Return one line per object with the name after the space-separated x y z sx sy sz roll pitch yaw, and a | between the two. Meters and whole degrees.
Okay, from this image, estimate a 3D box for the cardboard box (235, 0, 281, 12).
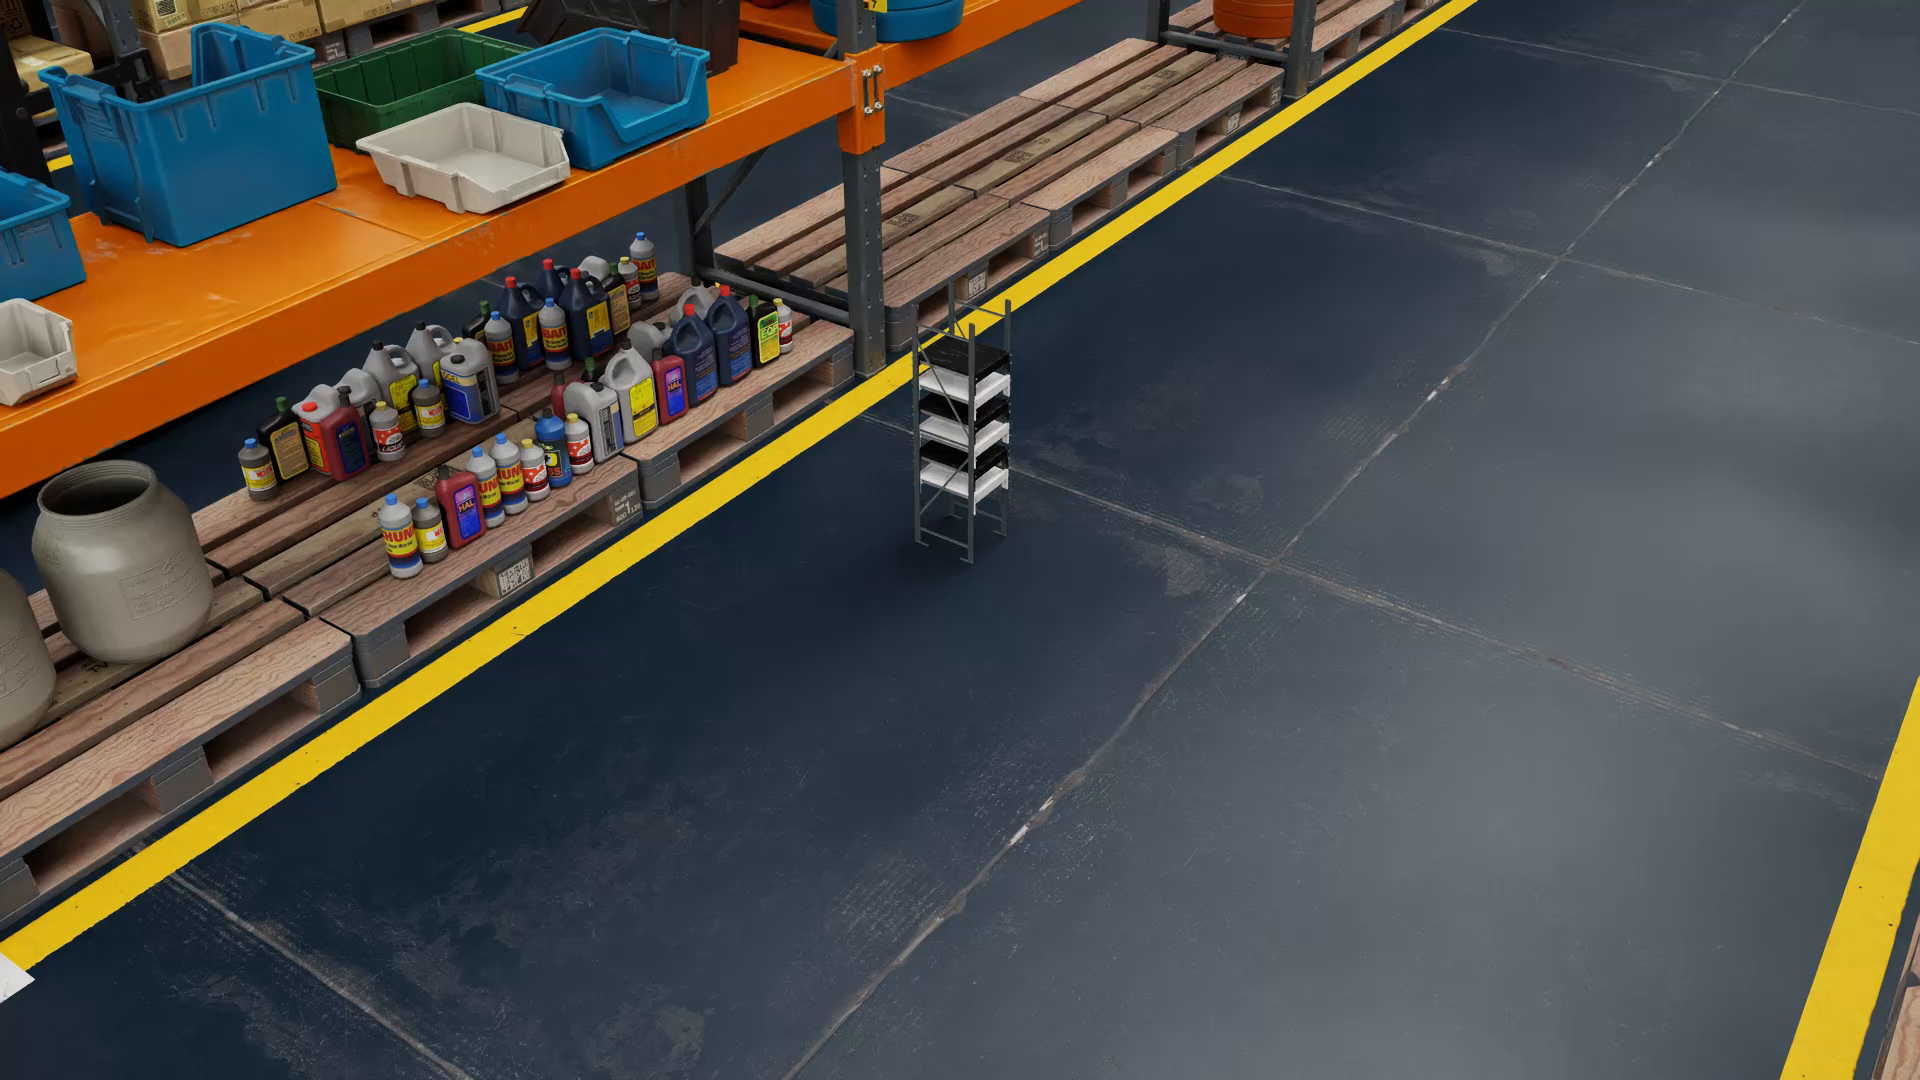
-4.083 -3.265 9.480 0.500 0.311 0.500 21 39 28 | cardboard box

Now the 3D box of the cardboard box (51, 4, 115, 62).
-4.814 -2.977 9.555 0.500 0.250 0.500 21 39 28 | cardboard box

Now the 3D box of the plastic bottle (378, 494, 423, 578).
-1.736 -0.021 5.146 0.097 0.271 0.097 0 34 0 | plastic bottle

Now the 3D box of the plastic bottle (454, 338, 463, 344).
-1.835 -0.650 6.138 0.097 0.201 0.097 0 34 0 | plastic bottle

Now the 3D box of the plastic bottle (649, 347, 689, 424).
-1.044 -0.567 5.943 0.061 0.283 0.133 24 41 31 | plastic bottle

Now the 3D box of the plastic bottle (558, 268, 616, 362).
-1.428 -0.875 6.338 0.144 0.351 0.185 21 39 28 | plastic bottle

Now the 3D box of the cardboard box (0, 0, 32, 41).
-5.334 -2.891 8.758 0.500 0.500 0.500 21 39 28 | cardboard box

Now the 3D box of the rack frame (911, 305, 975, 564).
-0.053 -0.330 5.434 0.240 0.900 0.006 21 39 28 | rack frame

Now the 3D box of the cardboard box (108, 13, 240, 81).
-4.379 -2.800 9.293 0.500 0.250 0.500 20 39 27 | cardboard box

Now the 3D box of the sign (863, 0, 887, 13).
-0.300 -2.009 5.796 0.100 0.325 0.005 21 39 28 | sign

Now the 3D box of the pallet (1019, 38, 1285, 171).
1.062 -2.417 9.135 1.003 0.211 1.213 21 39 28 | pallet

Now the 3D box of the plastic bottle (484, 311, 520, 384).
-1.707 -0.722 6.182 0.097 0.271 0.097 0 34 0 | plastic bottle

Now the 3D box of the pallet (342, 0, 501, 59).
-3.730 -3.419 10.617 1.003 0.211 1.213 21 39 28 | pallet

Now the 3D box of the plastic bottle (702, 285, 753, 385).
-0.876 -0.772 6.185 0.144 0.351 0.185 20 39 27 | plastic bottle

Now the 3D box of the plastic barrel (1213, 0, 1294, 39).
1.800 -3.421 9.694 0.600 0.830 0.708 21 39 28 | plastic barrel

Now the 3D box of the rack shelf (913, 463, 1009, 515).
0.005 -0.200 5.623 0.258 0.077 0.200 21 39 28 | rack shelf

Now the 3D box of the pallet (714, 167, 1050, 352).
-0.330 -1.294 7.475 1.003 0.211 1.213 21 39 28 | pallet

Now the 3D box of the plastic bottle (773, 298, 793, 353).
-0.696 -0.832 6.407 0.097 0.201 0.097 0 34 0 | plastic bottle

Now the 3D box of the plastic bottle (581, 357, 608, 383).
-1.268 -0.528 5.885 0.061 0.283 0.133 21 39 28 | plastic bottle

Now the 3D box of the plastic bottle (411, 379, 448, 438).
-1.879 -0.473 5.877 0.097 0.201 0.097 0 34 0 | plastic bottle

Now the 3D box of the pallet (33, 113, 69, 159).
-5.300 -2.151 8.743 1.003 0.211 1.213 21 39 28 | pallet

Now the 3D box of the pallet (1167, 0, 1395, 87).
1.951 -3.137 10.200 1.003 0.211 1.213 21 39 28 | pallet

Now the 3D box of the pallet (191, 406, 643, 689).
-1.858 -0.060 5.651 1.003 0.211 1.213 21 39 28 | pallet

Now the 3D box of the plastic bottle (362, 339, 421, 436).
-2.003 -0.553 5.862 0.144 0.351 0.185 23 40 30 | plastic bottle

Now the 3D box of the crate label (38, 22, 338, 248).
-2.199 -1.182 4.789 0.502 0.435 0.616 21 39 28 | crate label

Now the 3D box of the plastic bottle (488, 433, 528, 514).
-1.484 -0.225 5.448 0.097 0.271 0.097 0 34 0 | plastic bottle

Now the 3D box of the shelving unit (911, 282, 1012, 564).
0.005 -0.376 5.503 0.258 0.900 0.210 21 39 28 | shelving unit

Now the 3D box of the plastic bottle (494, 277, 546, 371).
-1.654 -0.834 6.278 0.144 0.351 0.185 20 39 26 | plastic bottle

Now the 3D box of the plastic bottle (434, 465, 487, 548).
-1.592 -0.124 5.288 0.061 0.283 0.133 22 40 29 | plastic bottle

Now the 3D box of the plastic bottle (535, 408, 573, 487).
-1.368 -0.318 5.586 0.097 0.271 0.097 0 34 0 | plastic bottle

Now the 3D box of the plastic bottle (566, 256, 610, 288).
-1.449 -0.965 6.538 0.152 0.276 0.135 23 40 30 | plastic bottle

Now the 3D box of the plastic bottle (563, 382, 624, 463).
-1.265 -0.430 5.747 0.152 0.276 0.135 22 40 29 | plastic bottle

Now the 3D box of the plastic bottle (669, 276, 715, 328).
-0.994 -0.818 6.253 0.144 0.351 0.185 21 39 28 | plastic bottle

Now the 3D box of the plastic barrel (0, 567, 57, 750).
-2.714 0.295 4.482 0.421 0.512 0.421 0 34 0 | plastic barrel

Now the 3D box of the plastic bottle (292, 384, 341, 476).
-2.173 -0.381 5.674 0.152 0.276 0.135 22 40 29 | plastic bottle

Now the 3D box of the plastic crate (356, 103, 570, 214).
-1.463 -1.138 4.990 0.530 0.136 0.437 21 39 28 | plastic crate

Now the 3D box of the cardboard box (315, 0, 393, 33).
-3.793 -3.274 9.994 0.500 0.250 0.500 20 39 27 | cardboard box

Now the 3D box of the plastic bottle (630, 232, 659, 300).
-1.287 -1.120 6.772 0.097 0.271 0.097 0 34 0 | plastic bottle

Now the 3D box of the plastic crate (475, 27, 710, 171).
-1.153 -1.417 5.301 0.499 0.251 0.616 21 39 28 | plastic crate

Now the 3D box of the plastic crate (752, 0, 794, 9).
-0.721 -2.422 6.597 0.402 0.464 0.583 21 39 28 | plastic crate

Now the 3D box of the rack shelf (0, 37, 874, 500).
-1.886 -0.857 4.981 1.077 0.370 4.000 21 39 28 | rack shelf

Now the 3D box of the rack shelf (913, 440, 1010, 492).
0.005 -0.274 5.573 0.258 0.077 0.200 21 39 28 | rack shelf

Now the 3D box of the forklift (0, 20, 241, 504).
-3.482 -1.811 5.811 1.130 2.935 3.031 17 38 23 | forklift

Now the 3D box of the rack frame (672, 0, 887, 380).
-0.745 -2.075 6.141 1.000 3.000 0.127 21 39 28 | rack frame

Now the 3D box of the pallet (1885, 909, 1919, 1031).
2.970 0.982 4.109 1.003 0.211 1.213 21 39 28 | pallet

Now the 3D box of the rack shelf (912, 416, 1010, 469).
0.005 -0.349 5.522 0.258 0.077 0.200 21 39 28 | rack shelf

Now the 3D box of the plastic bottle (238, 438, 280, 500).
-2.339 -0.242 5.536 0.097 0.201 0.097 0 34 0 | plastic bottle

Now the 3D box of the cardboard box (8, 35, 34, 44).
-5.326 -2.577 8.963 0.500 0.250 0.500 21 39 28 | cardboard box
